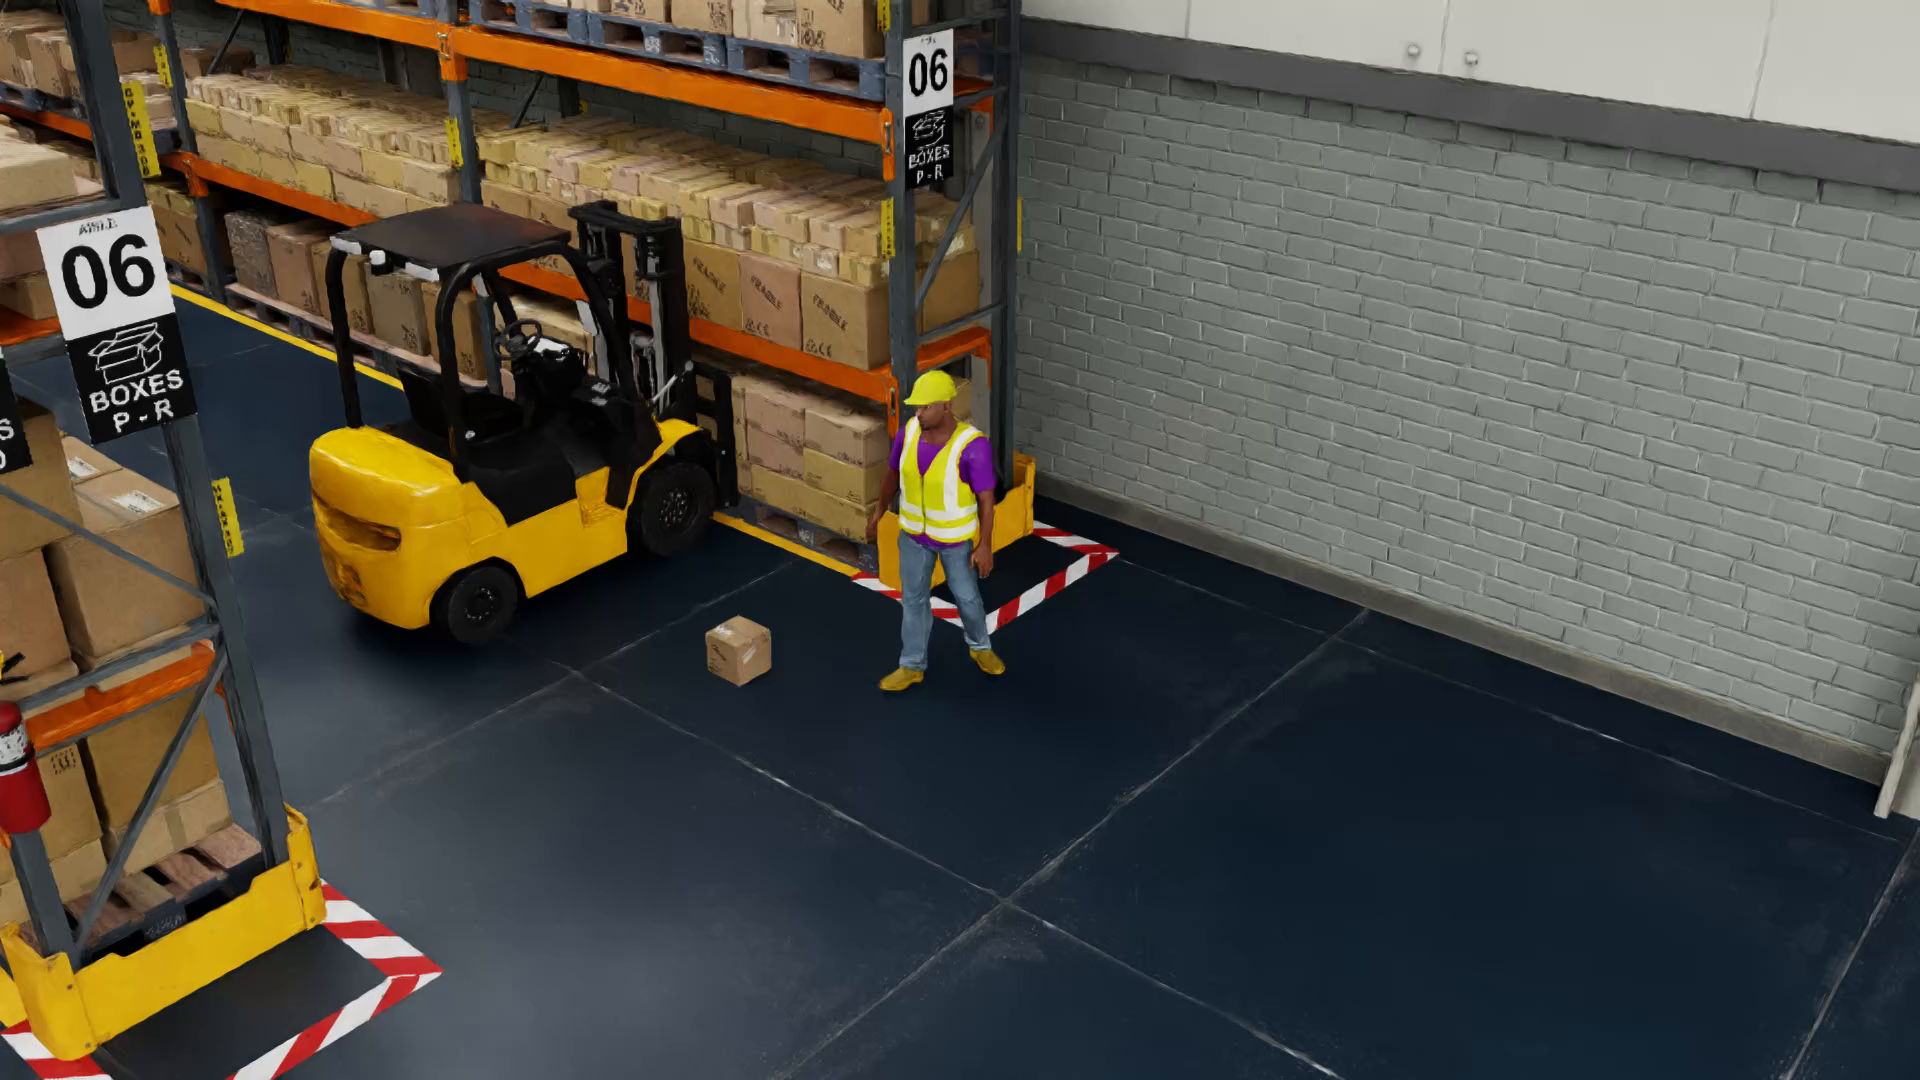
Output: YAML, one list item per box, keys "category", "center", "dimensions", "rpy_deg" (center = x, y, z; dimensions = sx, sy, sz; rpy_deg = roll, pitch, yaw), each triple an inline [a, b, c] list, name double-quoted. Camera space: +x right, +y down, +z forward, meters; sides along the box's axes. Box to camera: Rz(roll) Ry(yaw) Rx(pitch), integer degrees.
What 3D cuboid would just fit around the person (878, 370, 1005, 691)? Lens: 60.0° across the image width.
- category: "person"
  center: [-0.073, -0.025, 8.639]
  dimensions: [0.559, 1.768, 0.635]
  rpy_deg: [13, 30, 23]
